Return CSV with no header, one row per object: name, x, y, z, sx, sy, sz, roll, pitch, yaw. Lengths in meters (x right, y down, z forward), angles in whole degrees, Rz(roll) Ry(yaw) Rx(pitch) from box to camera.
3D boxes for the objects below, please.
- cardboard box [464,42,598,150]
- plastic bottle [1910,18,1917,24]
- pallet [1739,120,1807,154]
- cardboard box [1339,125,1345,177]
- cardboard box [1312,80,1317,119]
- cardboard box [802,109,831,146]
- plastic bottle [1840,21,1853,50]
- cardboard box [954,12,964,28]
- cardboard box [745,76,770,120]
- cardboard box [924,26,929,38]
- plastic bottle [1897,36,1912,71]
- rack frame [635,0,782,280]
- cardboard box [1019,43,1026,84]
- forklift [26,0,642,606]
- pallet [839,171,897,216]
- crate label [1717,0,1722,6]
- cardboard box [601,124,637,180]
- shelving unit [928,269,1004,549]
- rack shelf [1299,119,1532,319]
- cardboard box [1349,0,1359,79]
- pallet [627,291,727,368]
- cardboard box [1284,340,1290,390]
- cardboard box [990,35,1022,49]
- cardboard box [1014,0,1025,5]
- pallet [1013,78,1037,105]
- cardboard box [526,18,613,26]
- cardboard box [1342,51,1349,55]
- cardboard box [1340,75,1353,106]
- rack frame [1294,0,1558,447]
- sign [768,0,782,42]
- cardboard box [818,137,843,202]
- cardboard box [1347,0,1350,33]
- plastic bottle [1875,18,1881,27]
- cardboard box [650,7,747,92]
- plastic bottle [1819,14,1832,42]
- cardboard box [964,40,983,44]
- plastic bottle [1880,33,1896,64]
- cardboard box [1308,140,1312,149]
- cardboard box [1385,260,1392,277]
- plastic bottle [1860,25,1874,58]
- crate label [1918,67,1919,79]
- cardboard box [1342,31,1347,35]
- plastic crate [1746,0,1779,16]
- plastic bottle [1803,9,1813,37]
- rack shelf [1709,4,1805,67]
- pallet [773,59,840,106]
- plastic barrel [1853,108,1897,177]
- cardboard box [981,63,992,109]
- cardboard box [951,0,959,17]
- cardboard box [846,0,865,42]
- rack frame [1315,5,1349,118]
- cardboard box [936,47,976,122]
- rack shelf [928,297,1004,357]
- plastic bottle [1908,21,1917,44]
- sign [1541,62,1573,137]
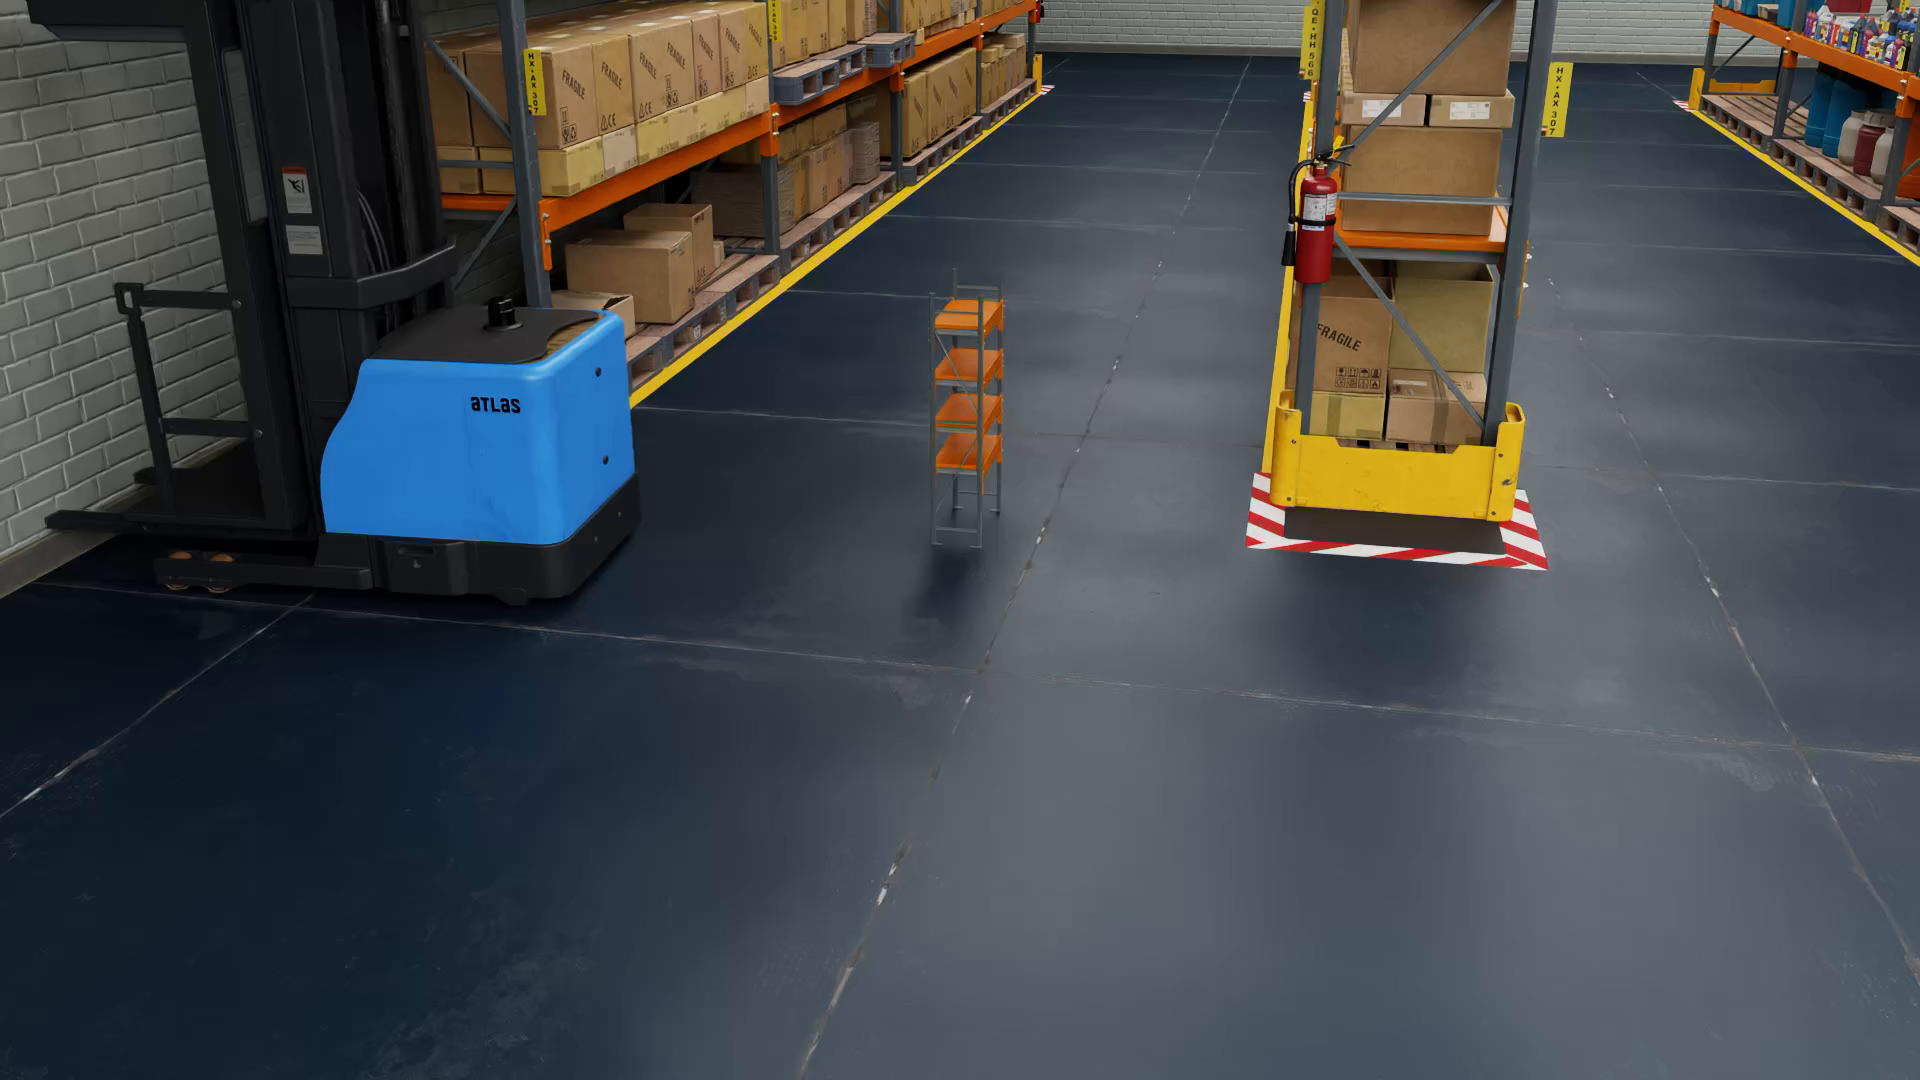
cardboard box,-2.307,-2.408,8.988,0.500,0.500,0.500,4,22,11
plastic bottle,9.507,-5.058,16.564,0.152,0.276,0.135,4,22,11
pallet,9.560,-4.581,18.945,1.003,0.211,1.213,4,22,11
cardboard box,2.572,-2.375,9.603,0.700,0.500,0.500,5,23,13
cardboard box,4.439,-5.256,19.646,0.500,0.500,0.500,4,22,11
cardboard box,-1.440,-3.628,14.600,0.500,0.250,0.500,4,22,11
plastic bottle,8.694,-4.939,16.274,0.097,0.271,0.097,0,22,0
cardboard box,-0.164,-5.819,18.596,0.380,0.149,0.250,4,22,11
cardboard box,-1.683,-3.175,11.897,0.500,0.250,0.500,5,22,11
cardboard box,-0.537,-5.363,17.464,0.380,0.149,0.250,5,22,12
plastic bottle,8.297,-4.266,14.587,0.061,0.283,0.133,4,22,11
rack frame,-1.883,-3.432,12.360,1.000,3.000,0.127,4,22,11
cardboard box,0.521,-6.592,22.991,0.700,0.500,0.500,4,22,11
forklift,-3.077,-1.318,7.202,3.031,2.935,1.130,3,22,8
pallet,-1.227,-3.316,15.804,1.003,0.211,1.213,4,22,11
crate label,9.892,-6.950,21.240,0.416,0.233,0.303,4,22,11
cardboard box,-2.196,-2.254,9.609,0.500,0.250,0.500,4,22,9
shelving unit,0.034,-0.617,7.780,0.258,1.200,0.503,4,22,11
rack shelf,2.560,-1.991,9.744,1.077,0.370,4.000,4,22,11
cardboard box,2.372,-2.623,8.481,0.700,0.500,0.500,4,22,10
pallet,-2.232,-1.443,11.153,1.003,0.211,1.213,4,22,11
cardboard box,2.062,-0.915,9.228,0.500,0.250,0.500,4,22,11
cardboard box,0.622,-6.739,22.486,0.380,0.149,0.250,5,22,12
cardboard box,0.334,-7.506,22.073,0.980,0.700,0.700,4,22,10
pallet,0.479,-6.229,23.037,1.003,0.211,1.213,4,22,11
cardboard box,-2.494,-3.002,10.463,0.500,0.500,0.500,5,22,12
cardboard box,2.411,-2.753,9.671,0.380,0.149,0.250,4,22,10
cardboard box,2.147,-2.284,8.507,0.380,0.149,0.250,4,22,10
rack frame,2.151,-1.593,7.793,1.000,3.000,0.127,4,22,11
sign,-1.350,-3.795,12.102,0.100,0.325,0.005,4,22,11
cardboard box,-1.455,-3.309,14.811,0.700,0.500,0.500,4,22,11
cardboard box,2.883,-3.541,10.761,0.700,0.500,0.500,5,22,11
plastic bottle,9.559,-5.344,17.374,0.097,0.201,0.097,0,22,0
cardboard box,-1.773,-3.340,11.302,0.500,0.500,0.500,4,22,11
plastic bottle,8.856,-5.228,16.993,0.097,0.271,0.097,0,22,0
cardboard box,0.094,-6.490,21.869,0.380,0.149,0.250,5,22,11
plastic bottle,8.425,-4.457,15.077,0.097,0.271,0.097,0,22,0
cardboard box,3.291,-3.336,14.490,0.500,0.311,0.500,4,22,10
cardboard box,2.668,-1.406,9.444,0.500,0.500,0.500,4,22,11
plastic bottle,8.530,-4.684,15.625,0.061,0.283,0.133,4,22,11
crate label,8.179,-3.937,13.837,0.303,0.233,0.416,4,22,11
cardboard box,2.672,-3.228,10.851,0.380,0.149,0.250,5,22,12
plastic crate,9.562,-6.359,19.772,0.416,0.233,0.300,4,22,11
plastic bottle,8.956,-5.447,17.519,0.061,0.283,0.133,4,22,11
rack shelf,9.857,-6.000,19.700,1.077,0.370,4.000,4,22,11
pallet,-1.584,-3.611,13.062,1.003,0.211,1.213,4,22,11
plastic barrel,8.946,-3.809,15.962,0.600,0.588,0.708,4,22,11
cardboard box,0.003,-5.659,20.673,0.700,0.500,0.500,5,22,12
cardboard box,-0.303,-5.993,18.160,0.500,0.500,0.500,4,22,11
cardboard box,-1.240,-4.766,14.950,0.700,0.500,0.500,2,22,6
rack frame,3.784,-4.519,15.058,1.000,3.000,0.127,4,22,11
cardboard box,-0.256,-5.308,19.333,0.750,0.750,0.750,5,22,12
rack shelf,0.034,-0.982,7.633,0.258,0.148,0.480,4,22,11
plastic bottle,9.306,-4.925,16.239,0.097,0.271,0.097,0,22,0
sign,2.694,-1.987,7.506,0.100,0.325,0.005,4,22,11
